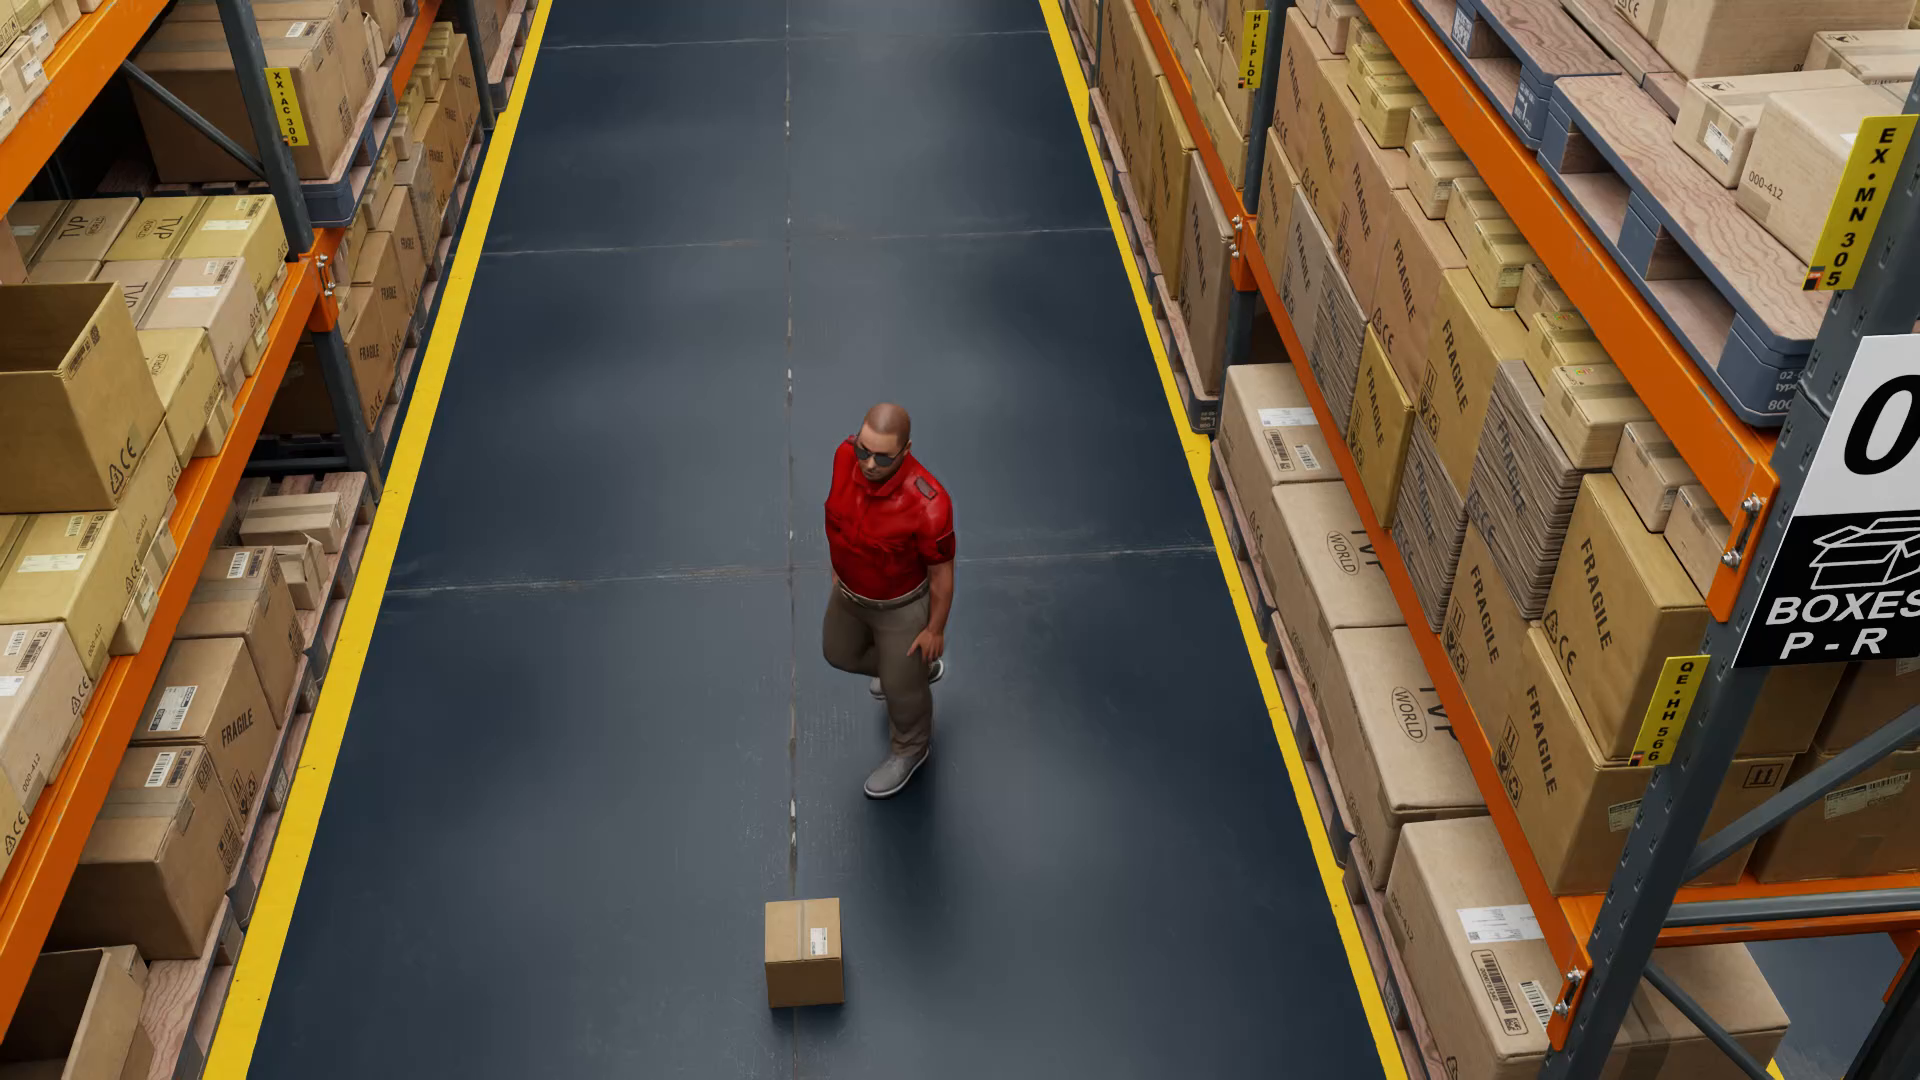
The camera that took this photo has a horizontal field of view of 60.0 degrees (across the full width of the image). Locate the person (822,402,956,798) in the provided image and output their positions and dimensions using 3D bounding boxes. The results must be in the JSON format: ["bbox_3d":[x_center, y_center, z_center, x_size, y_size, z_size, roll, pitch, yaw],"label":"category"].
[{"bbox_3d":[-0.200,0.154,5.967,0.567,1.723,0.606,-32,49,-33],"label":"person"}]
